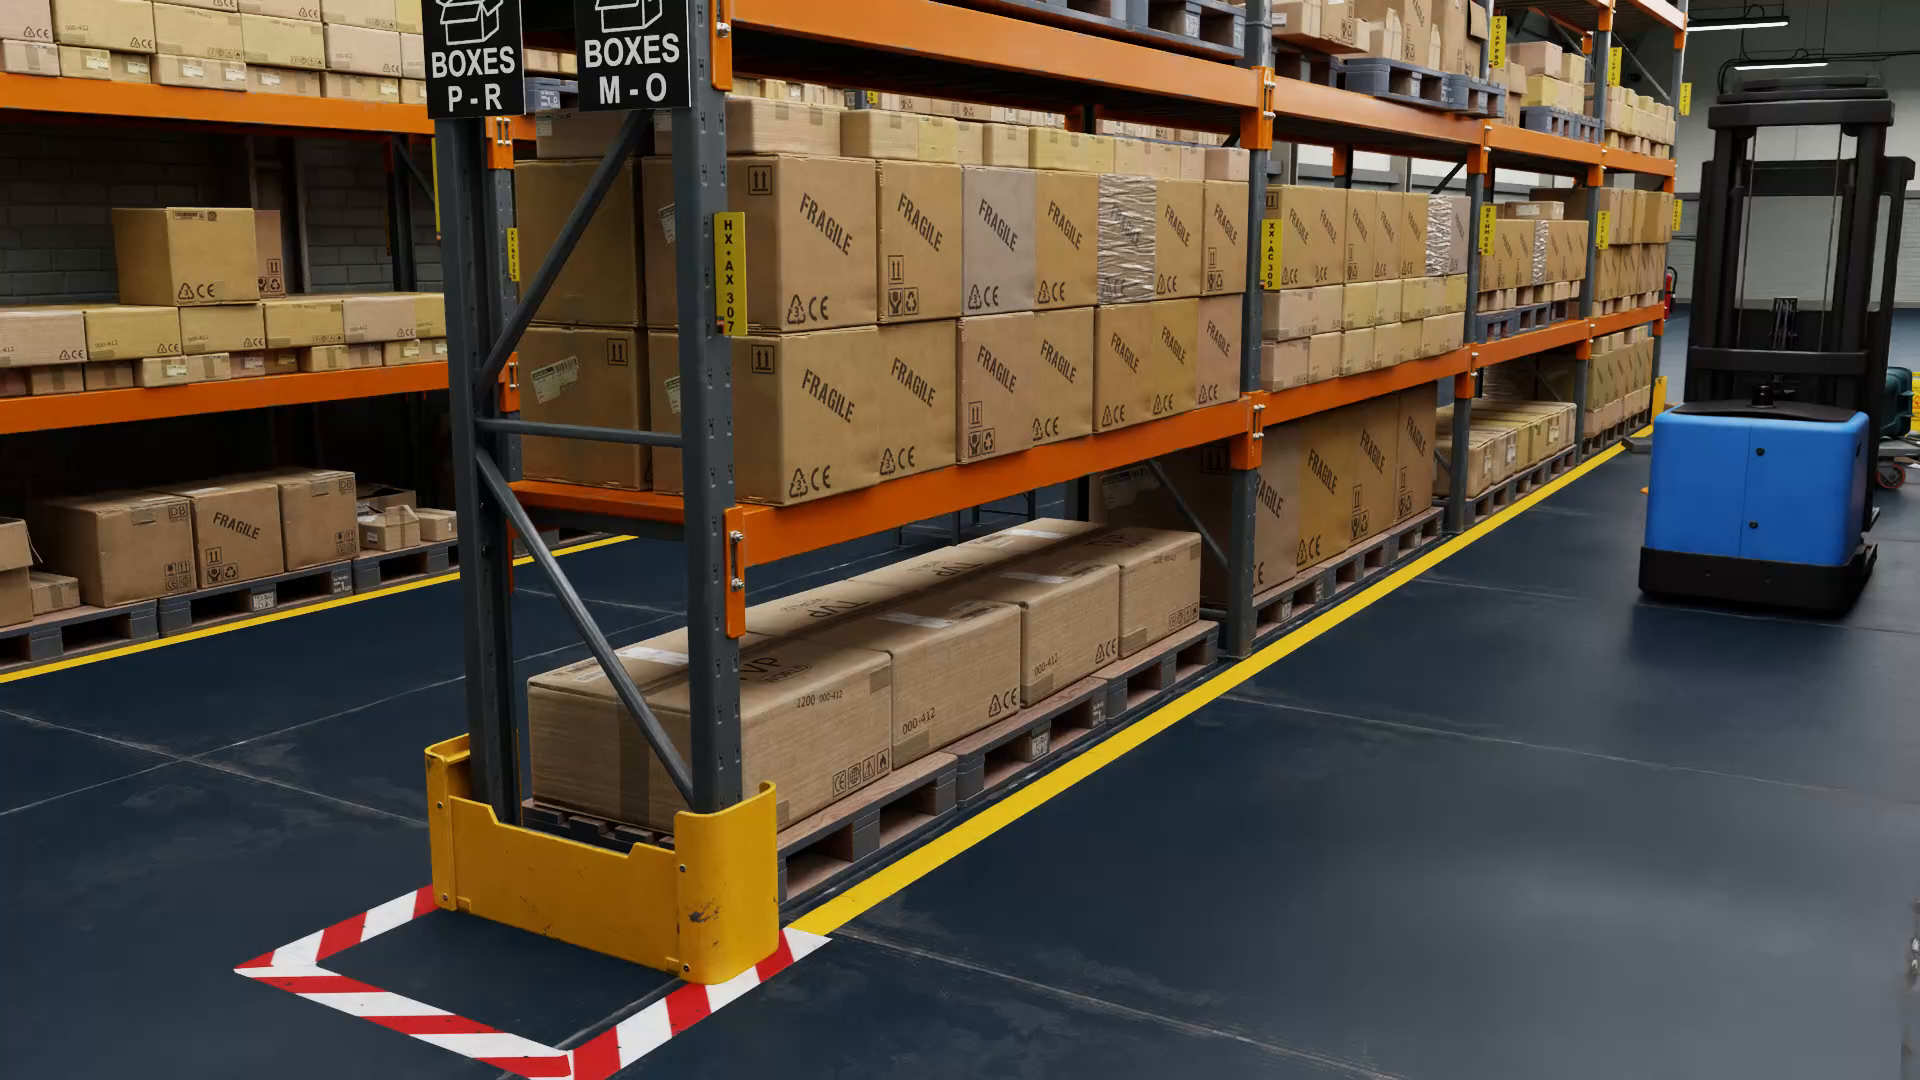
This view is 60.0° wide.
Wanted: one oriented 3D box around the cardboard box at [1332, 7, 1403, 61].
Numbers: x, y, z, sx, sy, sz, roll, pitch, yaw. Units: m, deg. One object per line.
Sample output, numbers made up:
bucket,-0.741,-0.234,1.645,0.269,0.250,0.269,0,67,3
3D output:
cardboard box,2.238,-2.801,9.253,0.396,0.266,0.258,8,13,35

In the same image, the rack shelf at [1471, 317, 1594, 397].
rack shelf,4.105,-1.523,13.306,1.077,0.370,4.000,6,12,31

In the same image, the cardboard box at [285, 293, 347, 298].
cardboard box,-3.997,-1.347,10.012,0.500,0.250,0.500,6,12,30

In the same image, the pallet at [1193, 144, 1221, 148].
pallet,2.586,-4.616,19.961,1.003,0.211,1.213,6,12,31

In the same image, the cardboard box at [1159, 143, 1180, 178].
cardboard box,0.734,-1.644,7.247,0.380,0.149,0.250,6,12,31

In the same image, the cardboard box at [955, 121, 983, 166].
cardboard box,-0.145,-1.360,5.729,0.380,0.149,0.250,7,12,31

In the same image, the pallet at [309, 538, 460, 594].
pallet,-3.612,0.072,10.409,1.003,0.211,1.213,6,12,31

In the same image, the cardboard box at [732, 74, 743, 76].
cardboard box,-1.777,-3.492,12.233,0.380,0.149,0.250,6,12,31

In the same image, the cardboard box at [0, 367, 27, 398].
cardboard box,-4.727,-0.768,8.004,0.380,0.149,0.250,6,12,30

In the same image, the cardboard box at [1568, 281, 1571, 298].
cardboard box,4.960,-2.127,14.119,0.380,0.149,0.250,6,12,29

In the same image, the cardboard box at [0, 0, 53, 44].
cardboard box,-4.621,-2.450,7.750,0.500,0.250,0.500,7,13,32

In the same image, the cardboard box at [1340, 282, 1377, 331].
cardboard box,1.991,-1.308,9.255,0.500,0.250,0.500,7,12,31

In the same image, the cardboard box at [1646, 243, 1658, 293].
cardboard box,6.910,-2.825,17.229,0.500,0.500,0.500,6,12,31

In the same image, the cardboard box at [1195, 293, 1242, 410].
cardboard box,0.967,-0.884,7.670,0.500,0.500,0.500,7,12,31

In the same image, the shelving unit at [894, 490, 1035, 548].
shelving unit,0.044,-0.751,11.302,0.538,1.500,1.048,6,12,31

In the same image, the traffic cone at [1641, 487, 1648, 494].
traffic cone,5.696,-0.615,13.397,0.336,0.463,0.334,6,12,31

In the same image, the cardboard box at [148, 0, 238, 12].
cardboard box,-4.101,-2.855,8.558,0.500,0.250,0.500,7,13,32

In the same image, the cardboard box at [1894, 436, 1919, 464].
cardboard box,8.745,-0.836,15.114,0.396,0.266,0.258,9,14,40

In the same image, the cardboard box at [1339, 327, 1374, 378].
cardboard box,1.991,-1.064,9.306,0.500,0.250,0.500,6,12,30

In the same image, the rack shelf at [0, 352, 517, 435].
rack shelf,-4.293,-0.738,9.115,1.077,0.370,4.000,6,12,31

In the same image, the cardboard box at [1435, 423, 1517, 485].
cardboard box,3.745,-0.681,12.856,0.950,0.372,0.625,6,12,30

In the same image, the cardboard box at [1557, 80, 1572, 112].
cardboard box,4.697,-3.613,13.632,0.500,0.250,0.500,7,12,31

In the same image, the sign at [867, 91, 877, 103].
sign,-0.715,-3.712,13.487,0.100,0.325,0.005,6,12,31

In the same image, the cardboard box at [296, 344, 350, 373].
cardboard box,-3.703,-1.041,9.460,0.380,0.149,0.250,6,12,30

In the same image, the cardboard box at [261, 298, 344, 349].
cardboard box,-3.828,-1.218,9.323,0.500,0.250,0.500,6,12,30

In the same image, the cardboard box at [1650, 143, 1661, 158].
cardboard box,7.005,-4.007,17.153,0.380,0.149,0.250,7,13,32

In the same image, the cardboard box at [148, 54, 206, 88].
cardboard box,-4.088,-2.388,8.503,0.380,0.149,0.250,6,12,31

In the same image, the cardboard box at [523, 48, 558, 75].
cardboard box,-2.759,-3.022,10.476,0.380,0.149,0.250,7,12,32

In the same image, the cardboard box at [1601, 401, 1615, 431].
cardboard box,5.948,-1.198,15.946,0.500,0.250,0.500,7,13,34

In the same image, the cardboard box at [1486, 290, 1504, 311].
cardboard box,3.751,-1.758,12.149,0.380,0.149,0.250,5,12,27

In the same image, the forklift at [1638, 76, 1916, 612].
forklift,5.102,-1.271,10.194,1.130,2.935,3.031,7,13,32

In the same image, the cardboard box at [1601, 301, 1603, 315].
cardboard box,5.780,-2.176,15.521,0.380,0.149,0.250,6,12,30

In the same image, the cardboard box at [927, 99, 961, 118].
cardboard box,-0.417,-3.994,14.715,0.700,0.500,0.500,6,12,30

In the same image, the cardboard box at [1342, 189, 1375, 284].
cardboard box,1.967,-1.676,9.183,0.500,0.500,0.500,6,12,29

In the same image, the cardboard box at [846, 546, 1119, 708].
cardboard box,0.108,0.350,7.171,0.875,0.438,0.875,6,12,29

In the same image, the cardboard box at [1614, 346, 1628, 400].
cardboard box,6.219,-1.648,16.313,0.500,0.500,0.500,7,13,34

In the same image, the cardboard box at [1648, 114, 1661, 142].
cardboard box,6.657,-4.100,16.563,0.500,0.250,0.500,7,13,32

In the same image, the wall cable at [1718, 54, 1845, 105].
wall cable,22.391,-11.972,45.576,3.097,2.526,0.112,6,12,31

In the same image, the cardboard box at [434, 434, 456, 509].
cardboard box,-3.252,-0.490,11.484,0.500,0.500,0.500,6,12,30

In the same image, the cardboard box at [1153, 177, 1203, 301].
cardboard box,0.710,-1.294,7.139,0.500,0.500,0.500,6,12,30

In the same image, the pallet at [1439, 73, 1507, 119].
pallet,2.778,-2.837,10.733,1.213,0.211,1.003,7,13,33

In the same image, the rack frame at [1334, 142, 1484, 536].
rack frame,3.066,-1.562,11.560,1.000,3.000,0.127,6,12,31

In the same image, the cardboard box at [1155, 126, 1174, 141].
cardboard box,2.001,-4.742,18.699,0.797,0.503,0.637,7,13,33

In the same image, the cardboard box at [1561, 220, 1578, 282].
cardboard box,4.843,-2.420,13.922,0.500,0.500,0.500,6,12,31

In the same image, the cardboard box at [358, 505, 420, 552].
cardboard box,-3.478,-0.097,10.024,0.396,0.266,0.258,7,13,33

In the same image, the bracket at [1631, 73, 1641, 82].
bracket,19.169,-13.110,47.162,0.235,0.232,0.430,6,12,31

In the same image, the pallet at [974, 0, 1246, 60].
pallet,0.556,-2.236,7.249,1.003,0.211,1.213,6,12,31

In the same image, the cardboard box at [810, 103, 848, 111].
cardboard box,-1.237,-3.332,13.272,0.500,0.250,0.500,6,12,29

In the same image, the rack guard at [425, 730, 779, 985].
rack guard,-1.099,0.929,5.049,1.175,0.500,0.348,6,12,31

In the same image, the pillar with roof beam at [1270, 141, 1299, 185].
pillar with roof beam,8.638,-6.751,22.977,9.100,9.000,0.400,6,12,31

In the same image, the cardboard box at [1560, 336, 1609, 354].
cardboard box,5.796,-1.814,15.438,0.380,0.149,0.250,7,12,32

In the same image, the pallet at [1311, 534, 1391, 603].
pallet,1.959,0.117,10.171,1.003,0.211,1.213,6,12,31

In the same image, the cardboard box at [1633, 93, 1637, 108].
cardboard box,6.215,-4.162,15.814,0.380,0.149,0.250,6,12,30
